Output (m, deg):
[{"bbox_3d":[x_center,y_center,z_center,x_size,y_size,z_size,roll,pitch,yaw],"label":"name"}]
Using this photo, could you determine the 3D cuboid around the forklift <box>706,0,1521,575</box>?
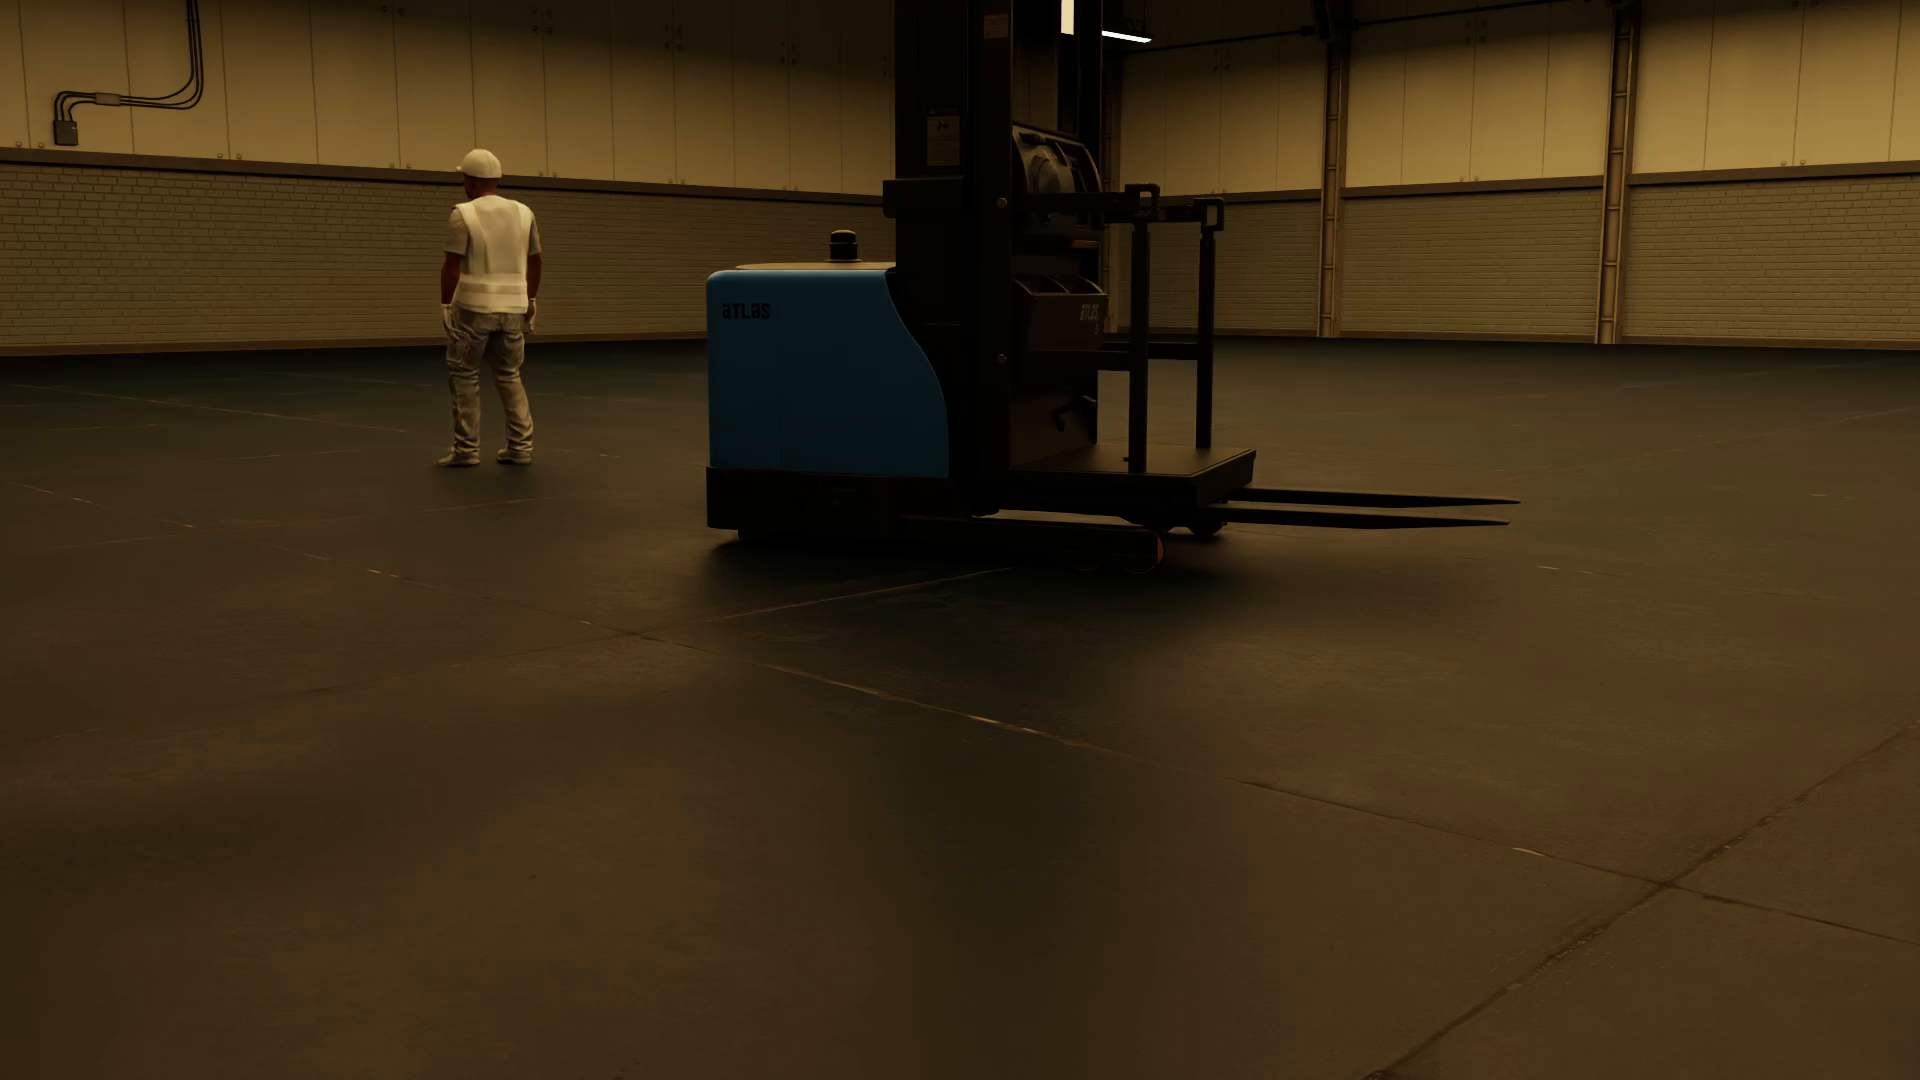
[{"bbox_3d":[0.565,-1.416,6.275,3.031,2.935,1.130,3,9,22],"label":"forklift"}]

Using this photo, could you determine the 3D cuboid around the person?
[{"bbox_3d":[-2.715,-1.307,9.501,0.507,1.804,0.648,8,12,43],"label":"person"}]
